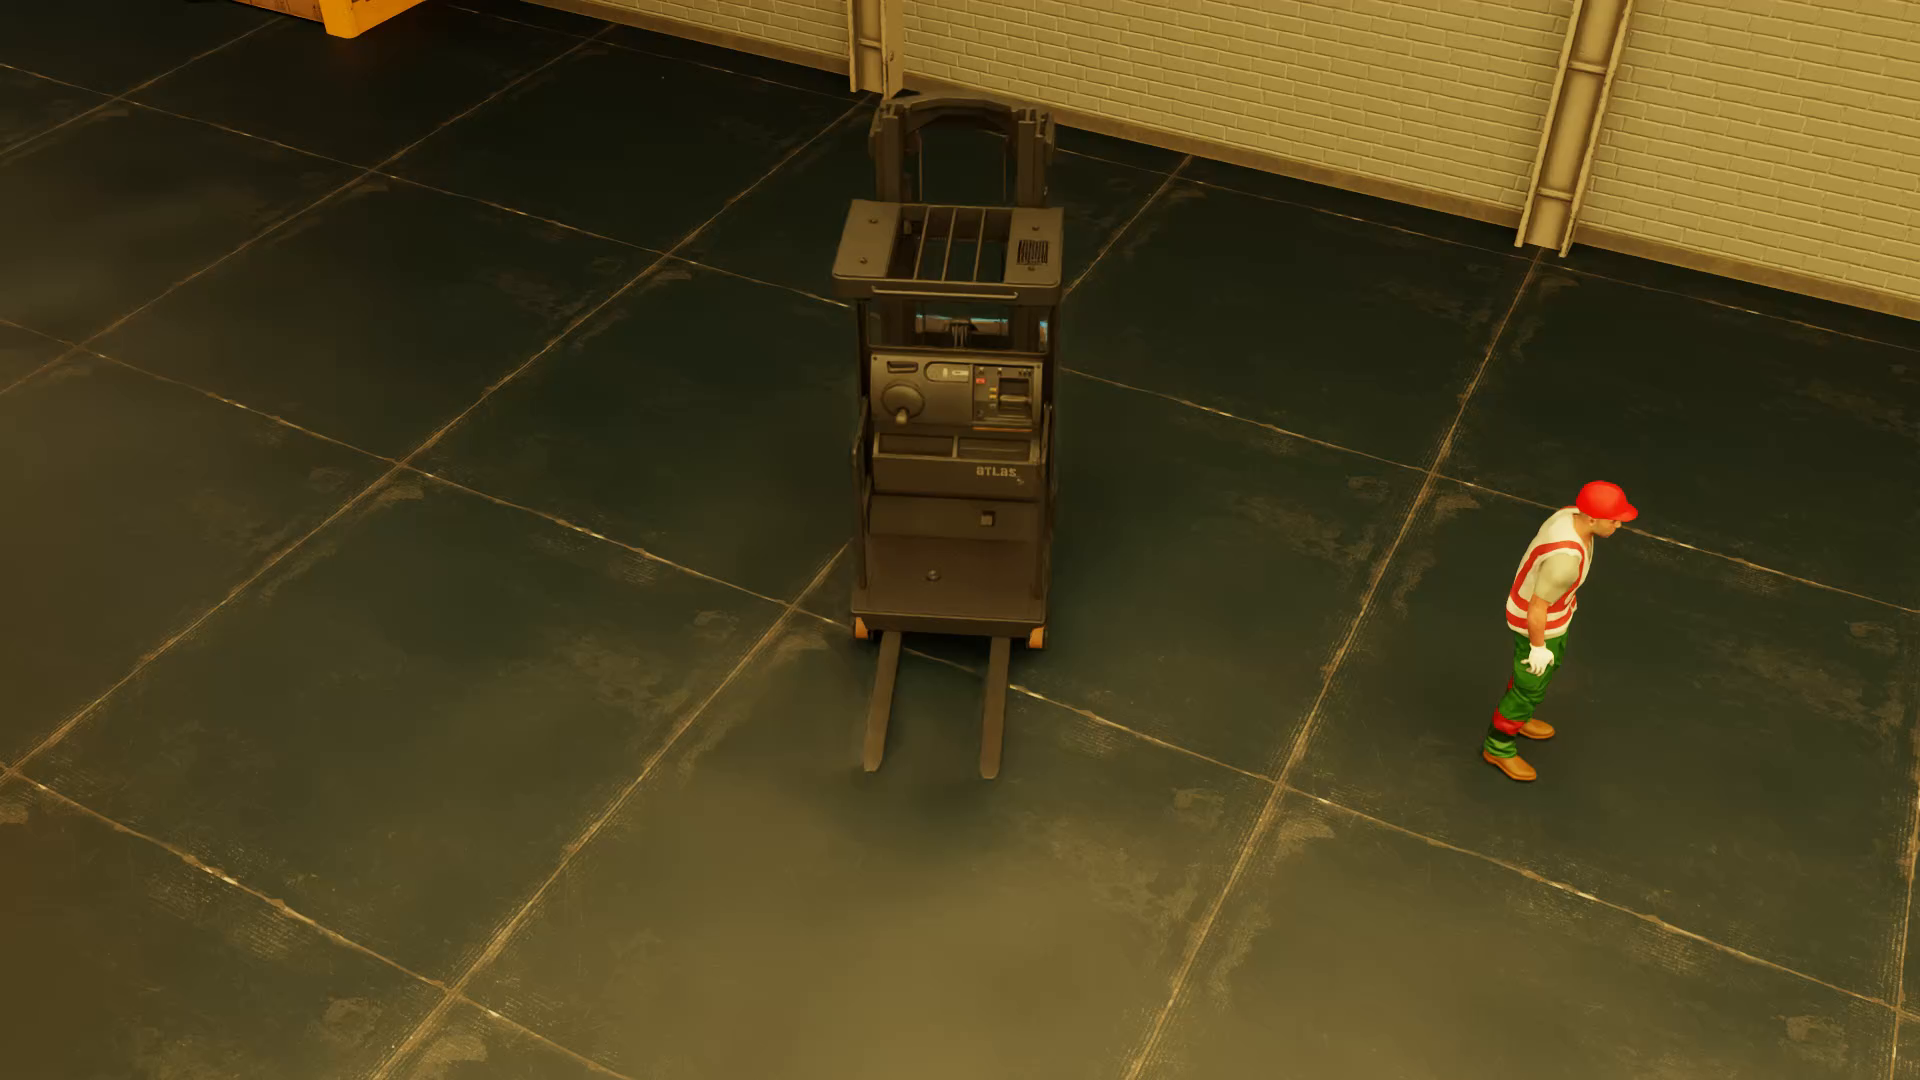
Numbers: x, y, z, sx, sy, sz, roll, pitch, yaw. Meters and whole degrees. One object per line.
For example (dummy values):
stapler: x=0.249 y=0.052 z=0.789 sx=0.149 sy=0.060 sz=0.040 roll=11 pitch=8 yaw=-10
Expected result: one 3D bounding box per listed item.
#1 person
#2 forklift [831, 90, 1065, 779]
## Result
person: x=2.981 y=0.414 z=8.393 sx=0.453 sy=1.777 sz=0.607 roll=20 pitch=44 yaw=22
forklift: x=-0.036 y=-0.725 z=8.847 sx=1.130 sy=2.935 sz=3.031 roll=3 pitch=40 yaw=4
